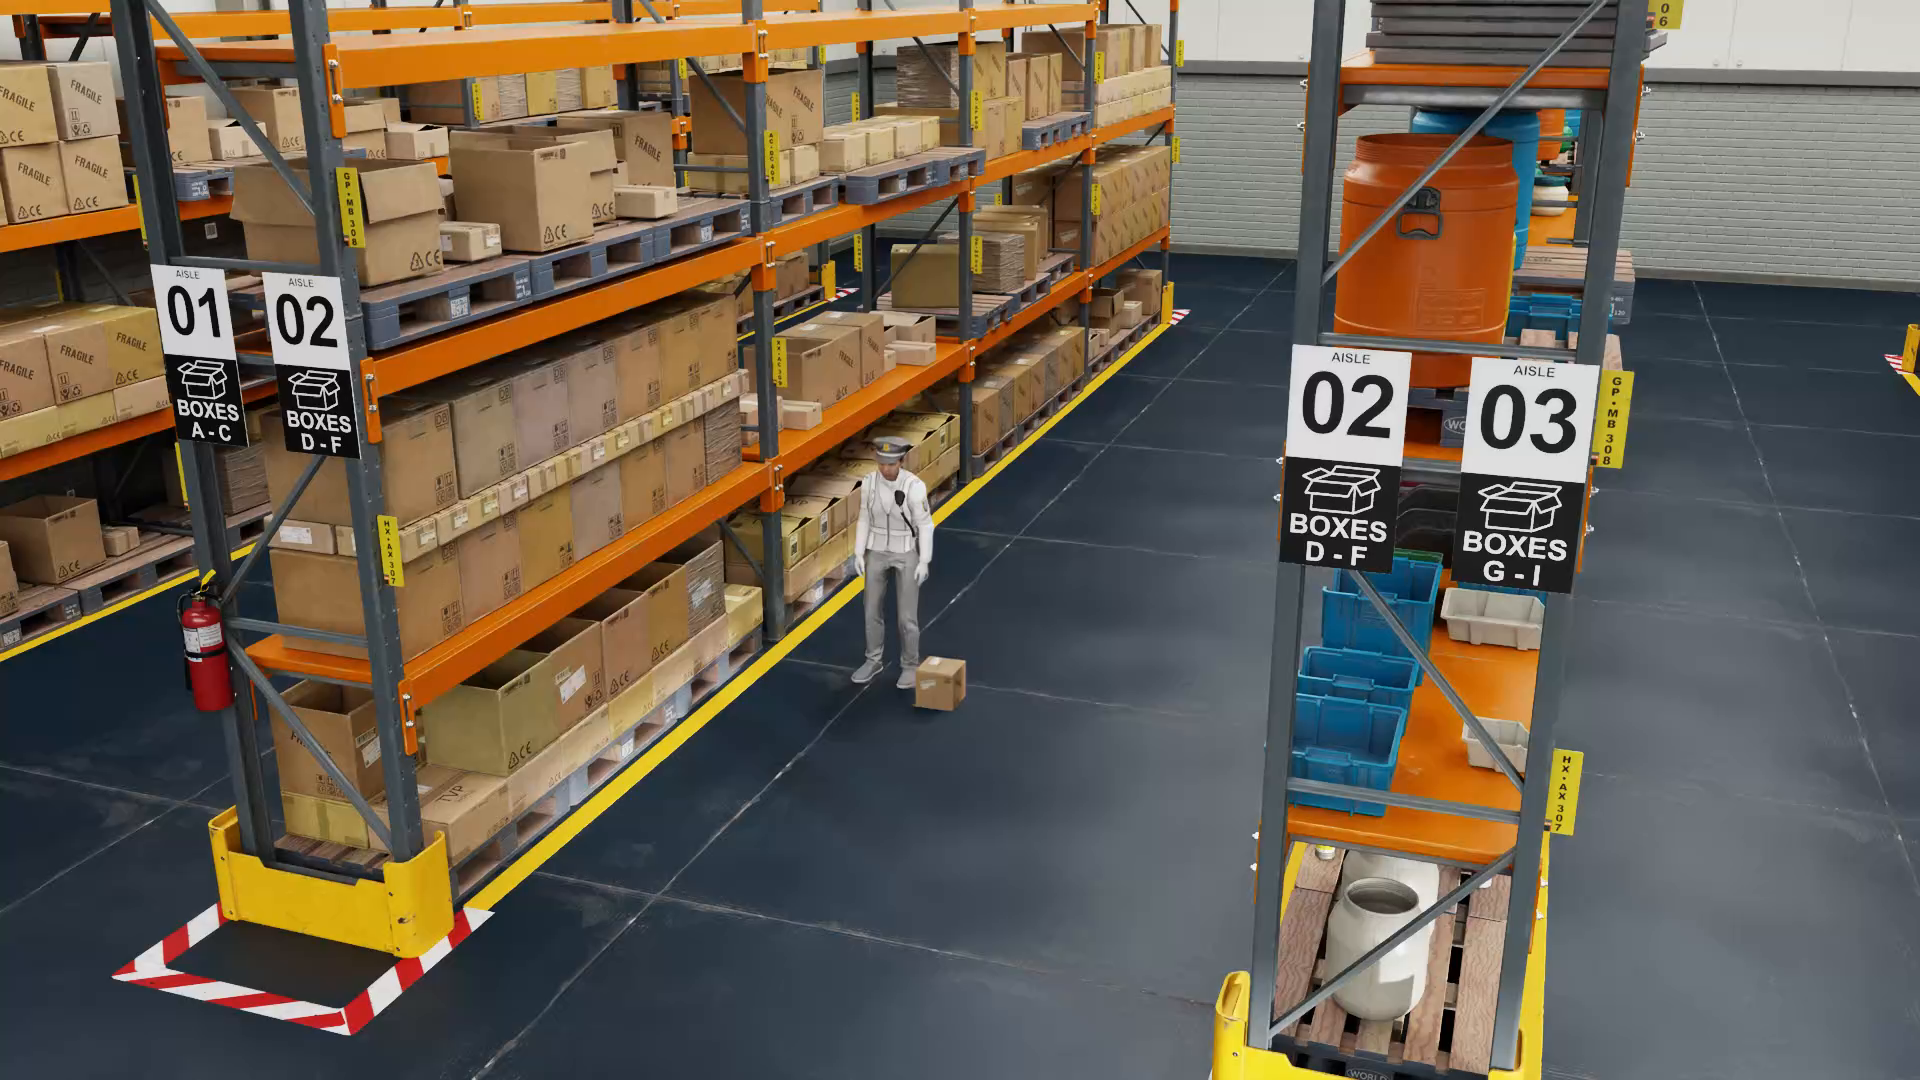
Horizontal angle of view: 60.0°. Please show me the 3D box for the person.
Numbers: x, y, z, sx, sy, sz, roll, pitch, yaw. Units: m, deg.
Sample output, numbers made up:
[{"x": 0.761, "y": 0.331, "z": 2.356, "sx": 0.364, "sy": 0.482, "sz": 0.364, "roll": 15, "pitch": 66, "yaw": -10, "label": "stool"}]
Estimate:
[{"x": -0.430, "y": 0.125, "z": 10.689, "sx": 0.523, "sy": 1.662, "sz": 0.372, "roll": 6, "pitch": 20, "yaw": 17, "label": "person"}]
